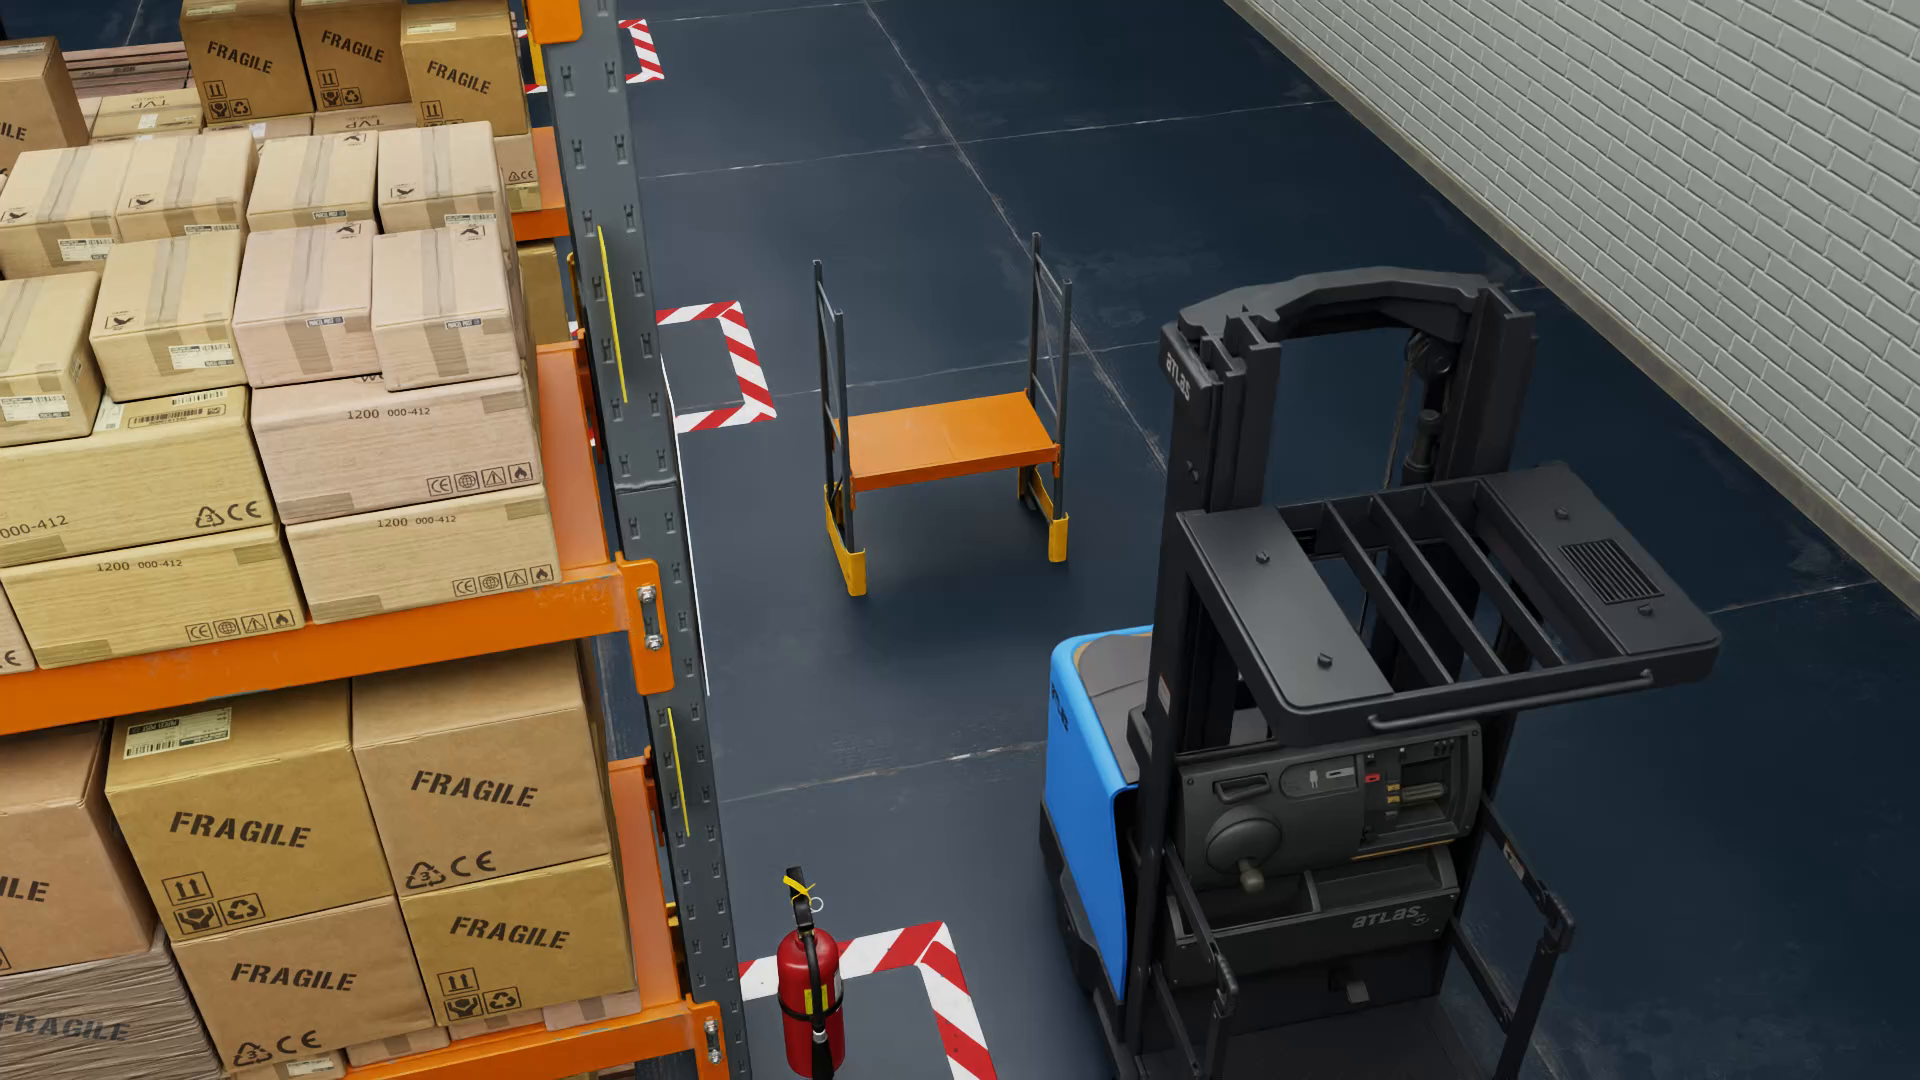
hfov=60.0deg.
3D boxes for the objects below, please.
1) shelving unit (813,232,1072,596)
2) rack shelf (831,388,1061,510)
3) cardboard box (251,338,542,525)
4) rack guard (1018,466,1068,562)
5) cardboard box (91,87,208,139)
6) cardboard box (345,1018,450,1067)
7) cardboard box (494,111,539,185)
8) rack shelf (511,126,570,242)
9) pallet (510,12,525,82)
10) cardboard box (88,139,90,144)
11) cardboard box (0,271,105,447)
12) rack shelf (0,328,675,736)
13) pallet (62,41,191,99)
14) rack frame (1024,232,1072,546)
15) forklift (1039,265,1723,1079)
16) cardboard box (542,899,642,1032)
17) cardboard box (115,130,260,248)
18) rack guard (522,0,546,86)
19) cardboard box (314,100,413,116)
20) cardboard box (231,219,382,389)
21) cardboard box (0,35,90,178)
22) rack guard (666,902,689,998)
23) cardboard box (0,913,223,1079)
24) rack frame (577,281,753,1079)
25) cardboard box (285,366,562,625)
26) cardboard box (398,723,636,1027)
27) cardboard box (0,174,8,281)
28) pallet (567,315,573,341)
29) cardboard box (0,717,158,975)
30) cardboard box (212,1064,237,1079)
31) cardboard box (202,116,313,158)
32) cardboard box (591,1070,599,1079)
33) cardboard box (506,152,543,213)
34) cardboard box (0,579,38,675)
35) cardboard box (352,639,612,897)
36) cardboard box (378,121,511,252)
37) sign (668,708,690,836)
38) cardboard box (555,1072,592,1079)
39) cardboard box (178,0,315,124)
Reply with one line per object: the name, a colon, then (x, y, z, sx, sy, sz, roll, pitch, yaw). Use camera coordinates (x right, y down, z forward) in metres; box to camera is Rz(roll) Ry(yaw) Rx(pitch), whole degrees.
shelving unit: (-0.074, -0.584, 7.758, 1.083, 1.500, 0.587, -9, 38, -12)
rack shelf: (-0.082, -0.439, 7.865, 1.000, 0.185, 0.538, -9, 38, -12)
cardboard box: (-1.153, -0.312, 3.412, 0.500, 0.250, 0.500, -10, 39, -13)
rack guard: (0.407, -0.166, 8.241, 0.087, 0.250, 0.587, -9, 38, -12)
cardboard box: (-3.993, -2.021, 8.281, 0.500, 0.250, 0.500, -10, 39, -13)
cardboard box: (-1.504, 1.179, 4.426, 0.250, 0.149, 0.380, -10, 38, -12)
cardboard box: (-2.369, -1.956, 8.196, 0.500, 0.250, 0.500, -10, 39, -13)
rack shelf: (-3.901, -1.527, 8.349, 4.000, 0.370, 1.077, -9, 38, -12)
pallet: (-4.068, -3.819, 13.048, 1.213, 0.211, 1.003, -9, 38, -12)
cardboard box: (-4.330, -1.636, 7.778, 0.500, 0.250, 0.500, -8, 38, -11)
cardboard box: (-1.757, -0.340, 3.120, 0.250, 0.149, 0.380, -9, 38, -11)
rack shelf: (-2.706, 0.207, 3.613, 4.000, 0.370, 1.077, -9, 38, -12)
pallet: (-6.424, -3.433, 12.543, 1.213, 0.211, 1.003, -9, 38, -12)
rack frame: (0.408, -0.663, 7.861, 0.032, 1.500, 0.500, -9, 38, -12)
forklift: (1.142, 0.853, 4.702, 1.130, 2.935, 3.031, -8, 38, -10)
cardboard box: (-1.016, 1.113, 4.512, 0.250, 0.149, 0.380, -9, 38, -12)
cardboard box: (-1.679, -0.745, 3.650, 0.250, 0.149, 0.380, -9, 38, -12)
rack guard: (-3.242, -4.053, 13.117, 0.348, 0.500, 1.175, -9, 38, -12)
cardboard box: (-3.004, -2.184, 8.494, 0.500, 0.250, 0.500, -10, 38, -12)
cardboard box: (-1.277, -0.474, 3.295, 0.250, 0.149, 0.380, -9, 38, -11)
cardboard box: (-4.325, -1.937, 7.554, 0.500, 0.500, 0.500, -10, 39, -13)
rack guard: (-0.848, 1.801, 5.464, 0.348, 0.500, 1.175, -9, 38, -12)
cardboard box: (-2.127, 1.025, 4.094, 0.500, 0.500, 0.500, -9, 38, -12)
rack frame: (-0.775, 0.796, 4.720, 0.127, 3.000, 1.000, -9, 38, -12)
cardboard box: (-1.145, -0.109, 3.557, 0.500, 0.250, 0.500, -10, 39, -13)
cardboard box: (-1.142, 0.860, 4.309, 0.500, 0.500, 0.500, -9, 38, -11)
cardboard box: (-2.135, -0.604, 3.465, 0.250, 0.149, 0.380, -8, 38, -11)
pallet: (-2.722, -0.849, 9.166, 1.213, 0.211, 1.003, -9, 38, -12)
cardboard box: (-2.141, 0.627, 3.791, 0.500, 0.500, 0.500, -7, 38, -10)
cardboard box: (-2.006, 1.258, 4.323, 0.250, 0.149, 0.380, -11, 39, -14)
cardboard box: (-3.350, -1.795, 7.985, 0.500, 0.250, 0.500, -11, 39, -13)
cardboard box: (-1.364, 1.657, 5.596, 0.250, 0.149, 0.380, -9, 38, -11)
cardboard box: (-2.228, -1.780, 8.294, 0.250, 0.149, 0.380, -9, 38, -11)
cardboard box: (-2.118, 0.047, 3.354, 0.500, 0.250, 0.500, -8, 38, -10)
cardboard box: (-1.152, 0.459, 4.010, 0.500, 0.500, 0.500, -10, 39, -13)
cardboard box: (-1.147, -0.775, 3.689, 0.250, 0.149, 0.380, -10, 38, -12)
sign: (-0.650, 0.539, 3.843, 0.005, 0.325, 0.100, -9, 38, -12)
cardboard box: (-1.220, 1.758, 4.974, 0.250, 0.149, 0.380, -9, 38, -11)
cardboard box: (-3.486, -2.403, 8.164, 0.500, 0.500, 0.500, -10, 39, -13)
